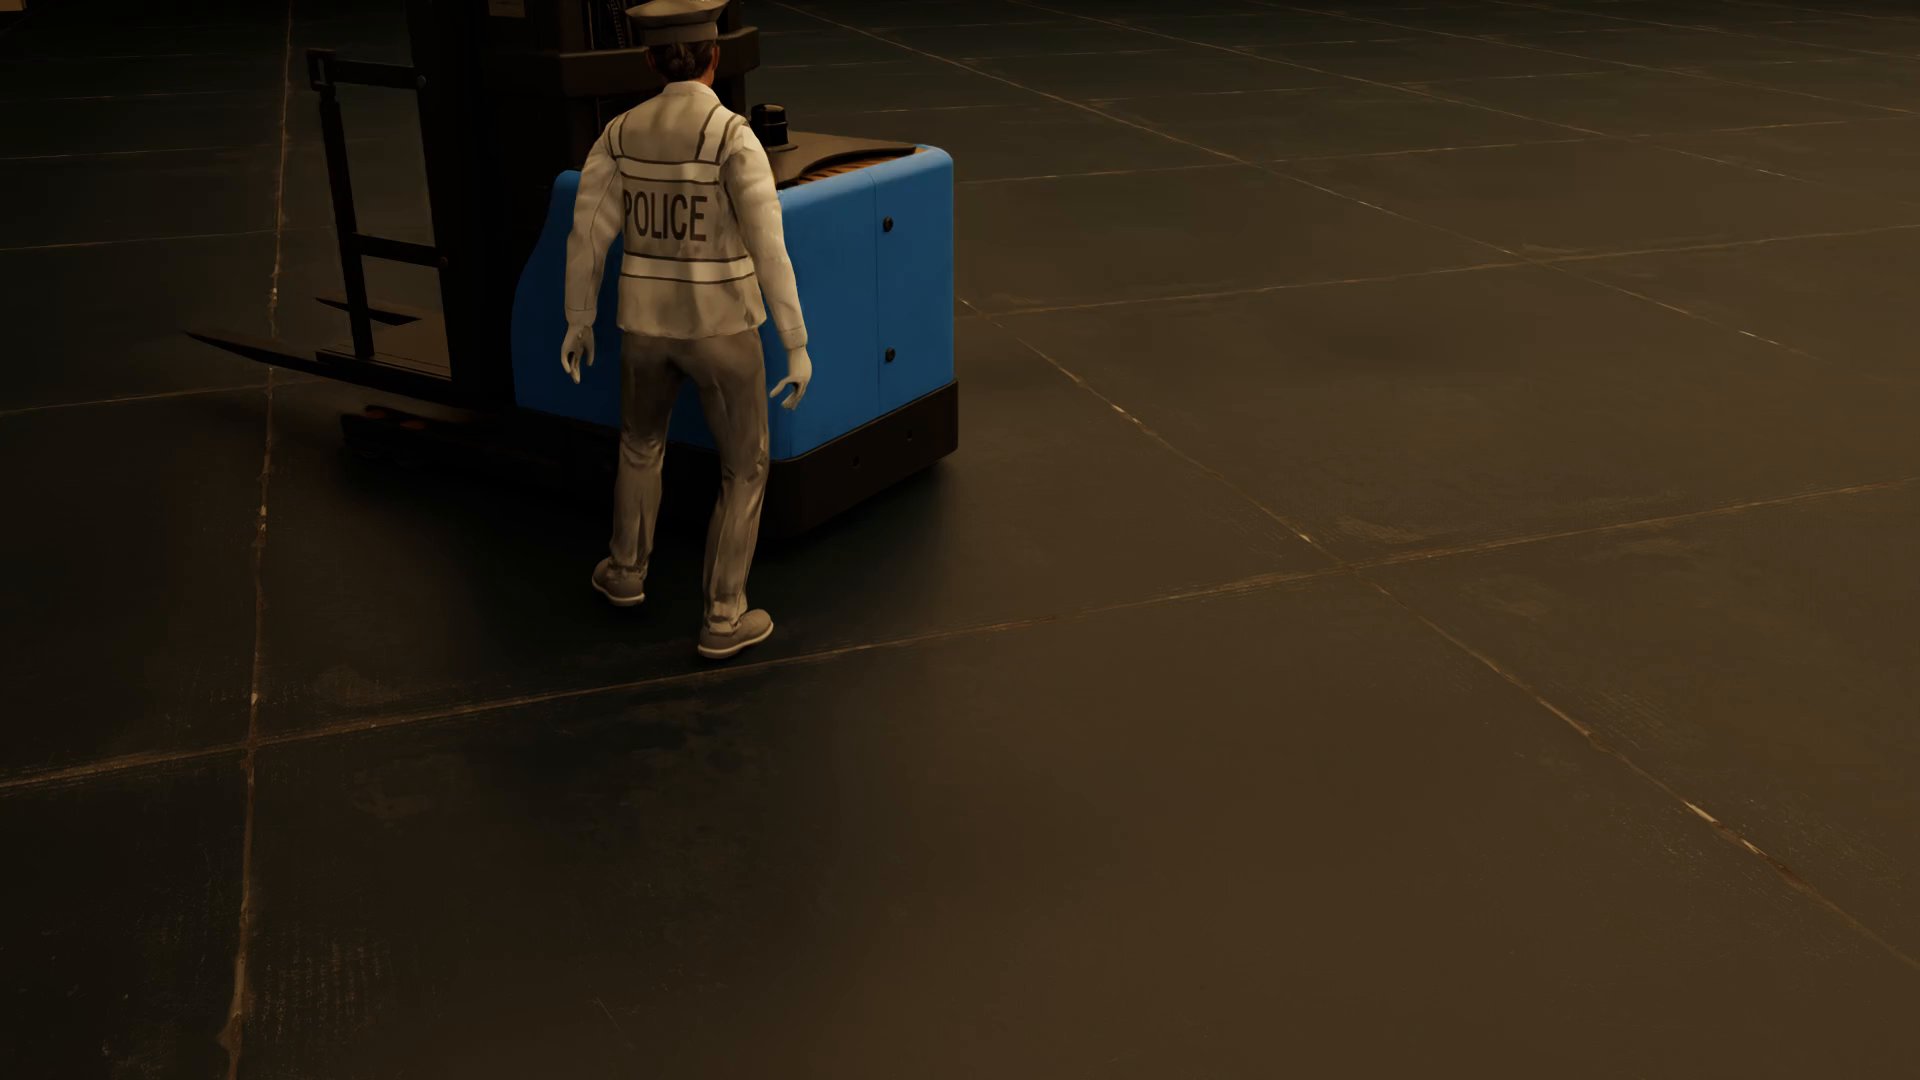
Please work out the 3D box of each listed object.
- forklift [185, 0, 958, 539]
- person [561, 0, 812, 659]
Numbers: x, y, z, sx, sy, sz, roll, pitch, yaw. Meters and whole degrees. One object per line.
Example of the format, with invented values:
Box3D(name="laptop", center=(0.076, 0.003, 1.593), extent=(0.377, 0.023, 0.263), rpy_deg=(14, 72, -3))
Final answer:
Box3D(name="forklift", center=(-1.530, -1.753, 5.466), extent=(3.031, 2.935, 1.130), rpy_deg=(13, 26, 29))
Box3D(name="person", center=(-0.698, -0.518, 4.211), extent=(0.794, 1.642, 0.398), rpy_deg=(9, 24, 20))
